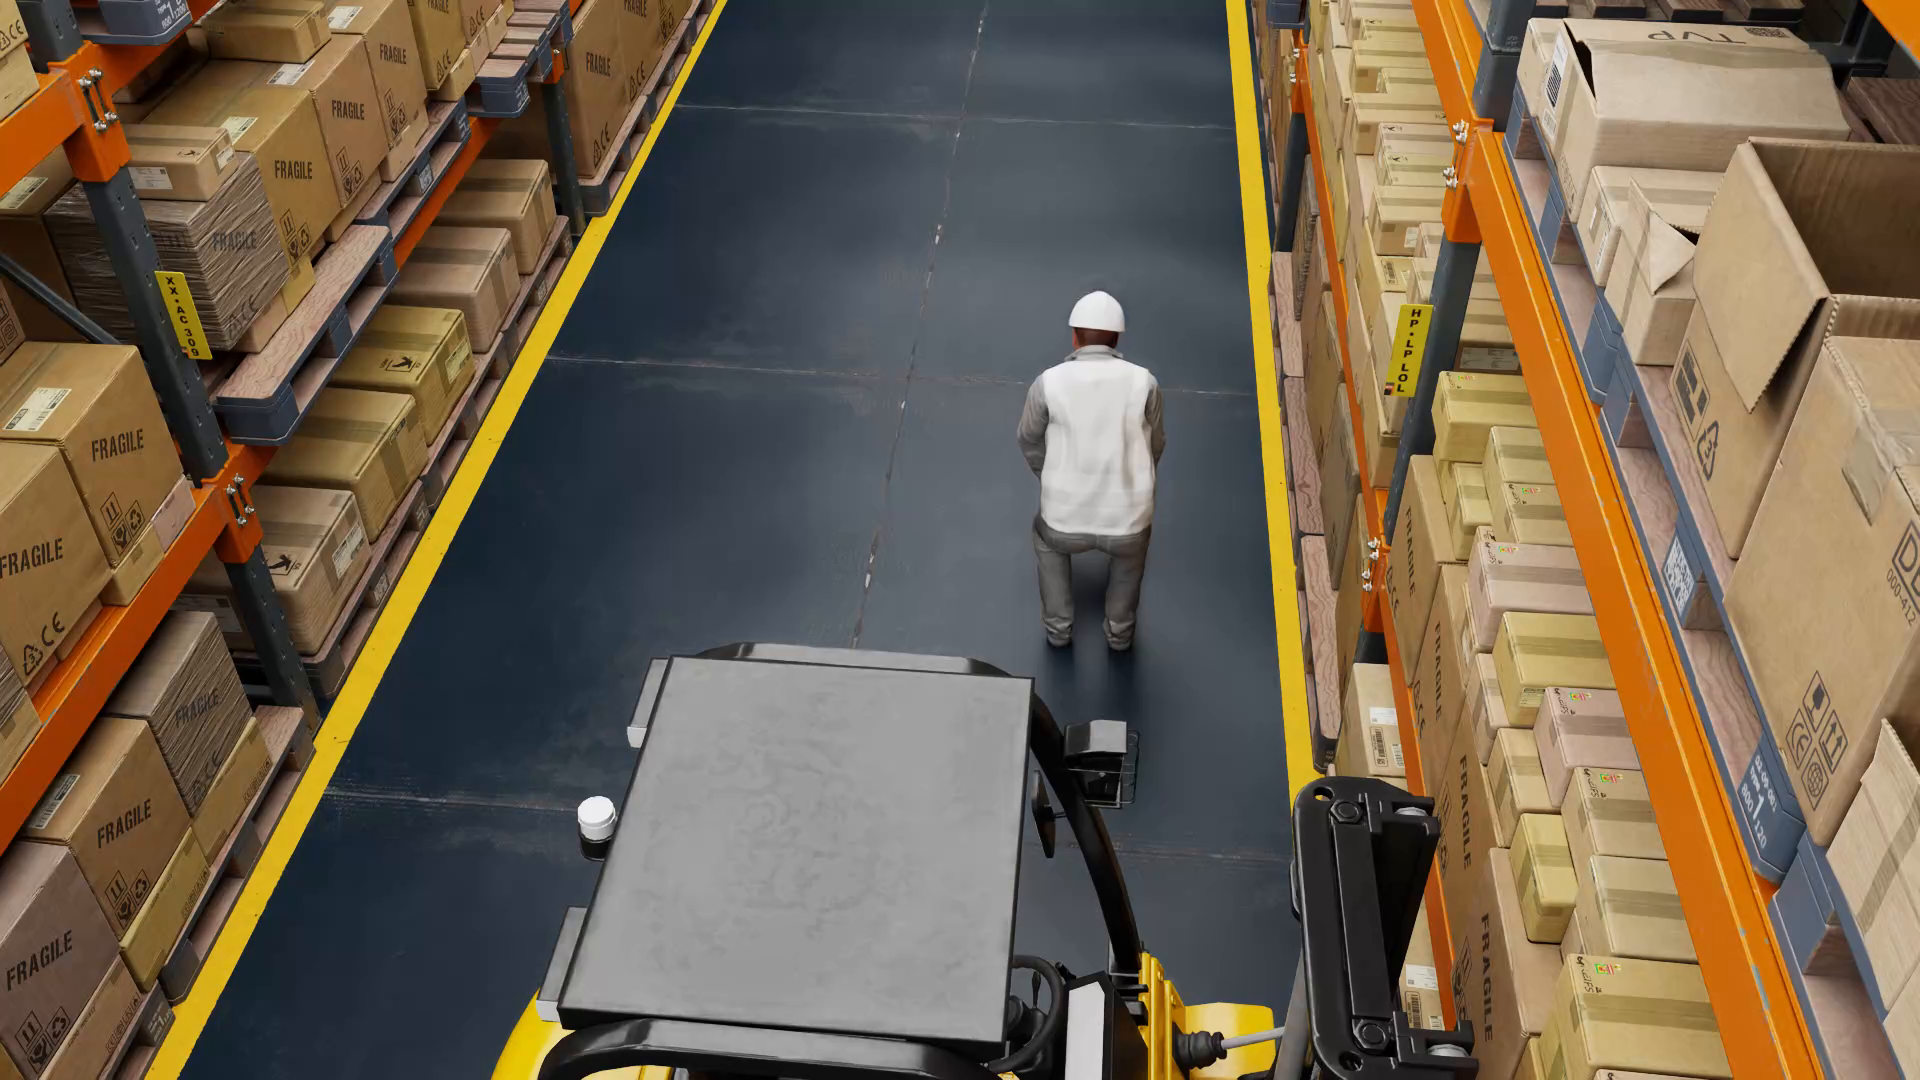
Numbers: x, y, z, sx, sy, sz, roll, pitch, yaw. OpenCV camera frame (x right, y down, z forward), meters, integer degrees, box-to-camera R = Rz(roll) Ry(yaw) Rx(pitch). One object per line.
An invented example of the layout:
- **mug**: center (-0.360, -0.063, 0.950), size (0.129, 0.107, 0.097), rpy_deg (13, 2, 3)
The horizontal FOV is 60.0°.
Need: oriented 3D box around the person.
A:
- **person**: center (0.515, -0.225, 6.662), size (0.592, 1.450, 0.752), rpy_deg (3, 40, 4)
